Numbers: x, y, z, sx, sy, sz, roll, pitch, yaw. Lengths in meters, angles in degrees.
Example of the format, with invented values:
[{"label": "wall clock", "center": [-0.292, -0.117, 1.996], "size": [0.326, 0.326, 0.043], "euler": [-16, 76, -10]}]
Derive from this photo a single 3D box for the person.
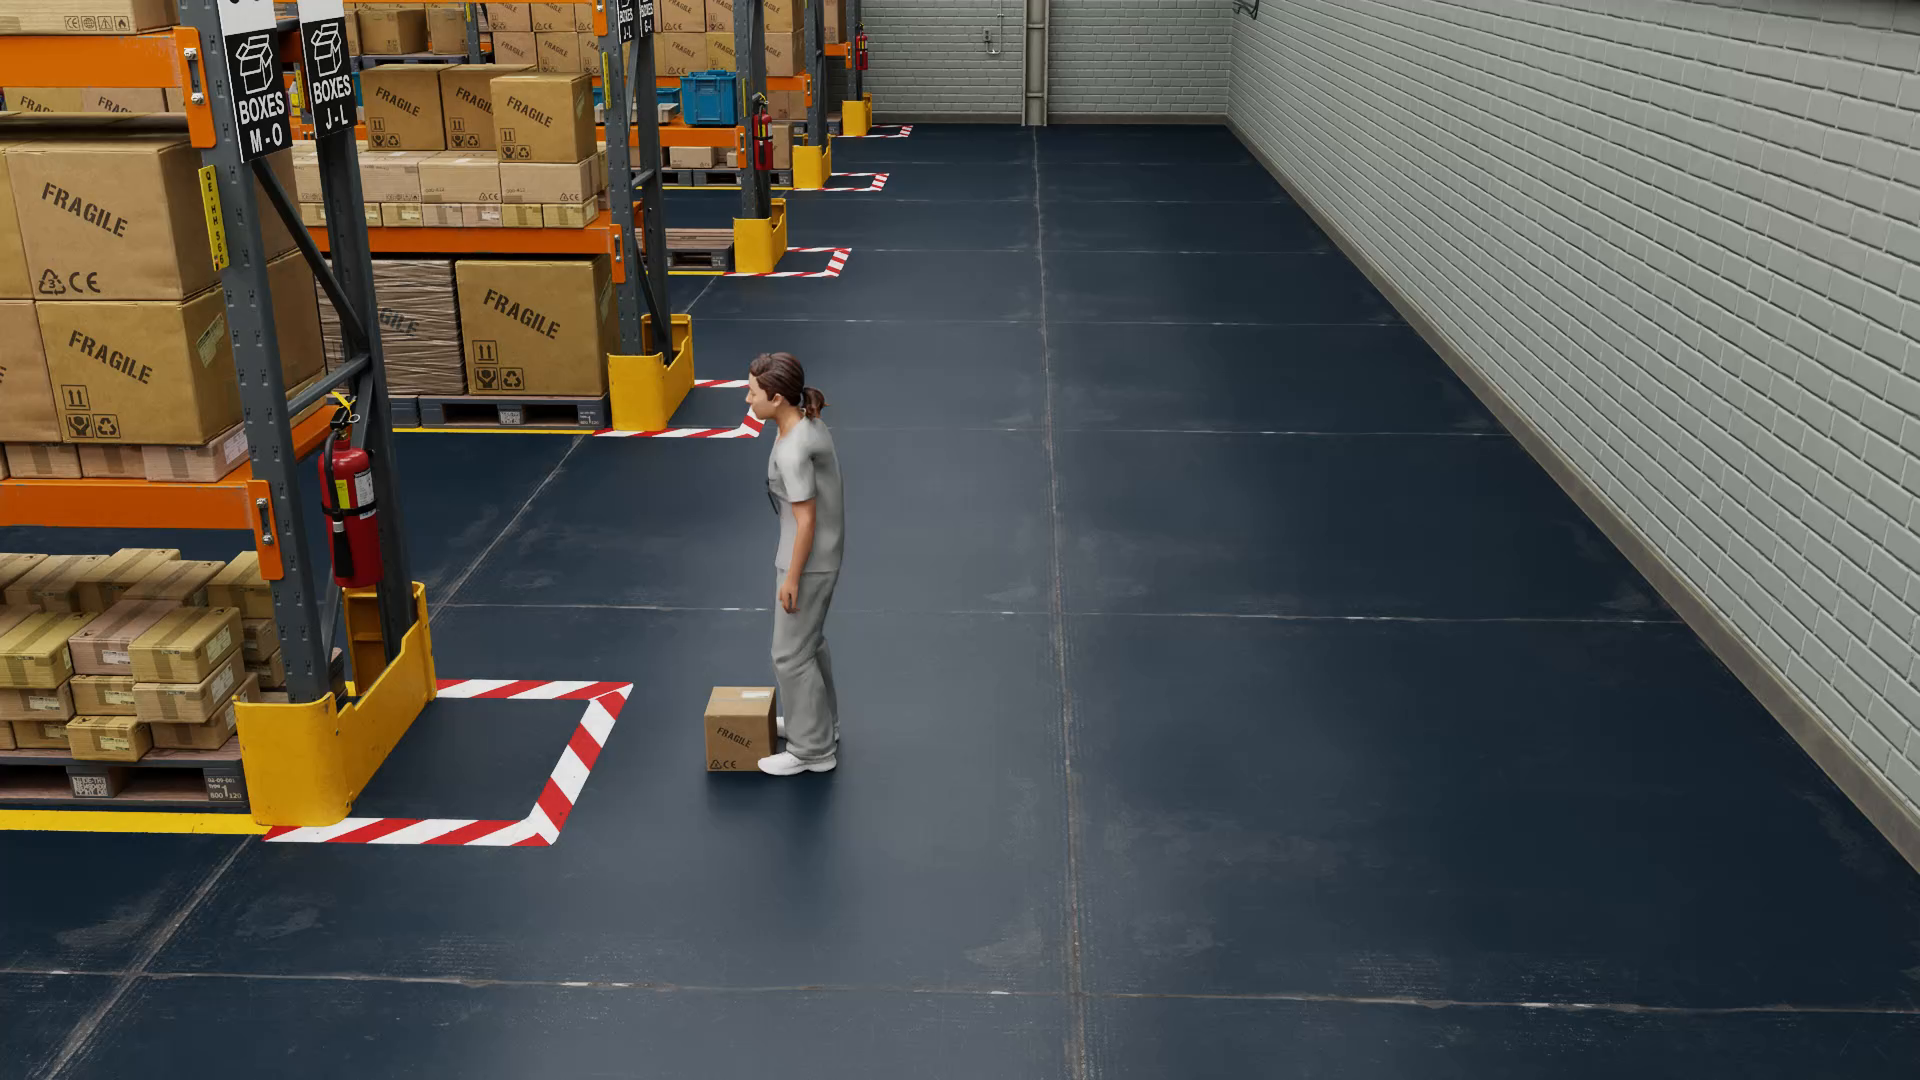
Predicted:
[{"label": "person", "center": [-0.618, 0.087, 6.356], "size": [0.361, 1.671, 0.513], "euler": [-1, 21, -2]}]
